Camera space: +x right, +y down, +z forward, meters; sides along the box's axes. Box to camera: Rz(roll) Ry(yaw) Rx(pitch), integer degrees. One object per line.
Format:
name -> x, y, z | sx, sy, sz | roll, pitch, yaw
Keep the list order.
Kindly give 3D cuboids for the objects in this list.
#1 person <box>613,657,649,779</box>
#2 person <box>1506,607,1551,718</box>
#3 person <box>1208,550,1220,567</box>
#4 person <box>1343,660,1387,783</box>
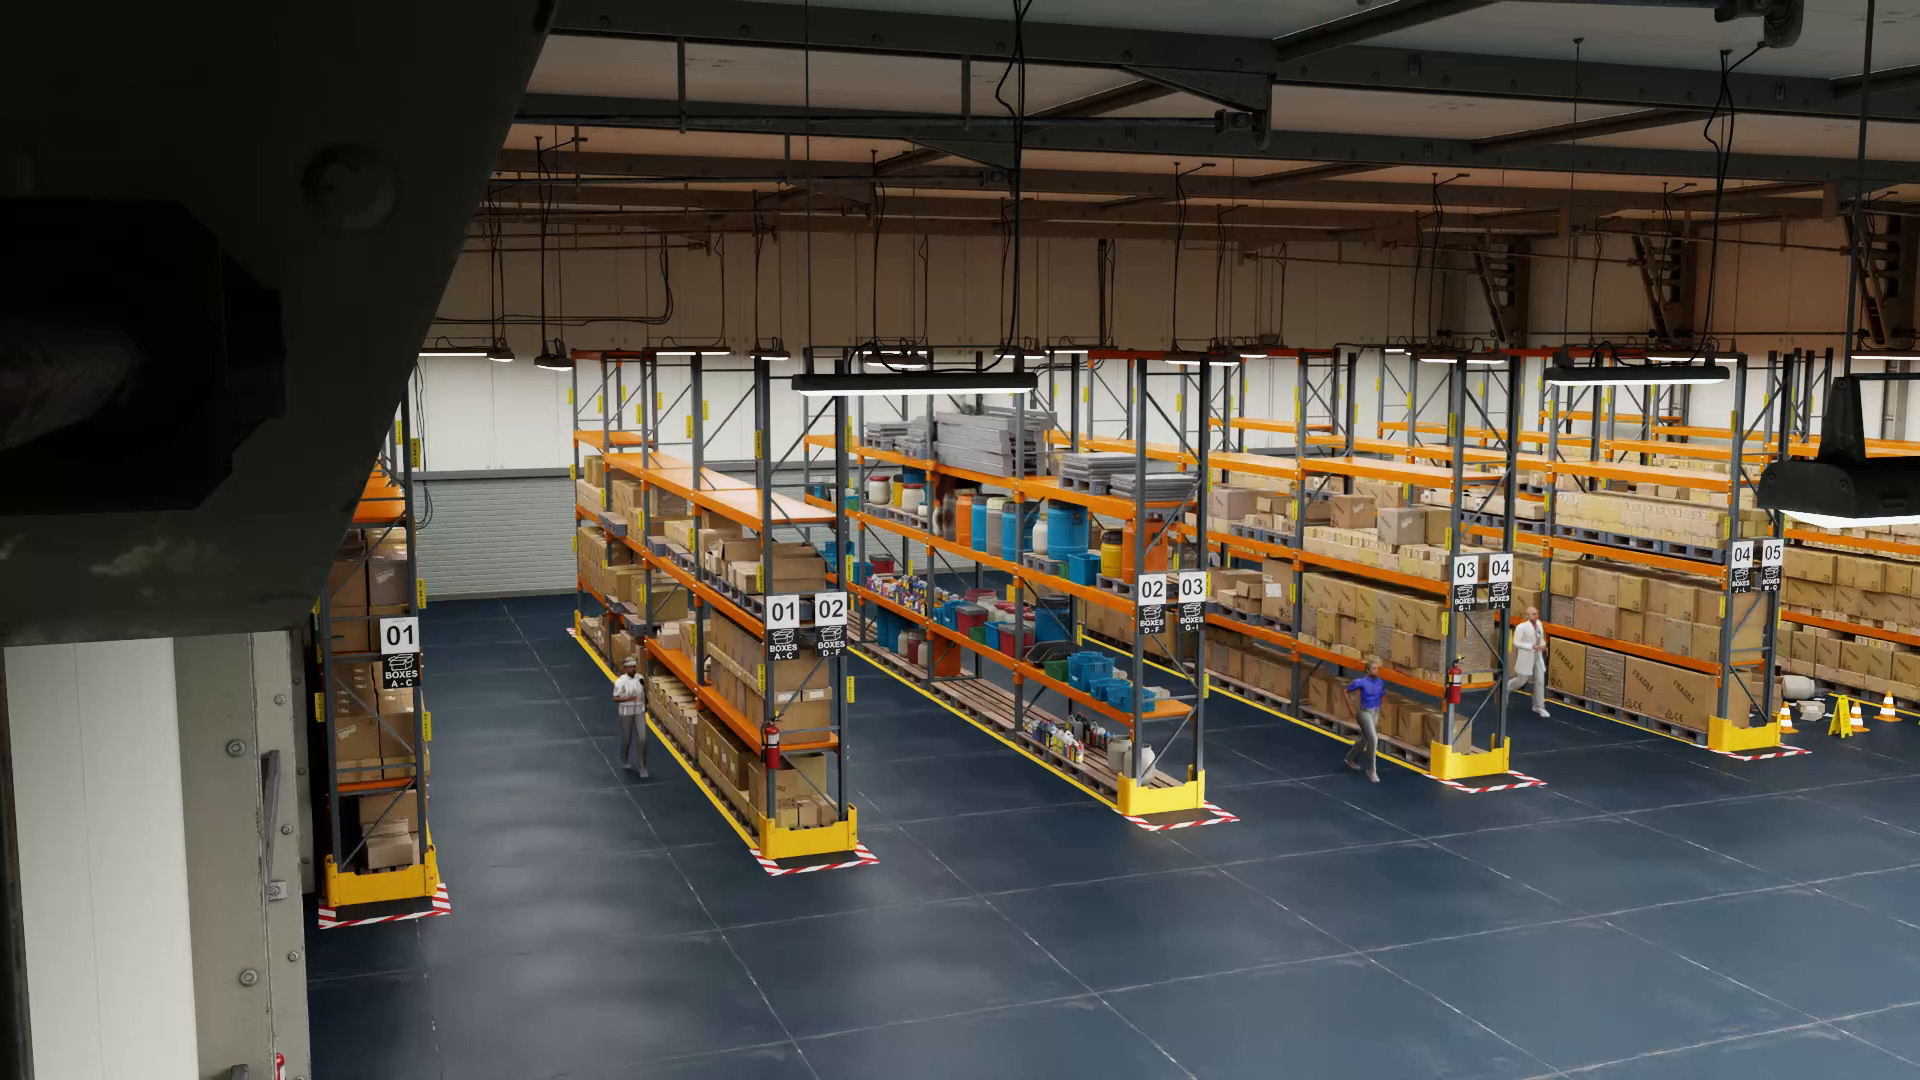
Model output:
person -> -4.718, 2.524, 23.893 | 0.564, 1.752, 0.753 | -4, 8, -27
person -> 9.487, 2.019, 27.806 | 0.718, 1.755, 1.048 | -3, 8, -24
person -> 6.292, 0.335, 41.257 | 0.824, 1.850, 0.642 | -3, 8, -26
person -> 5.827, 2.568, 23.796 | 0.593, 1.711, 0.760 | -5, 9, -35
